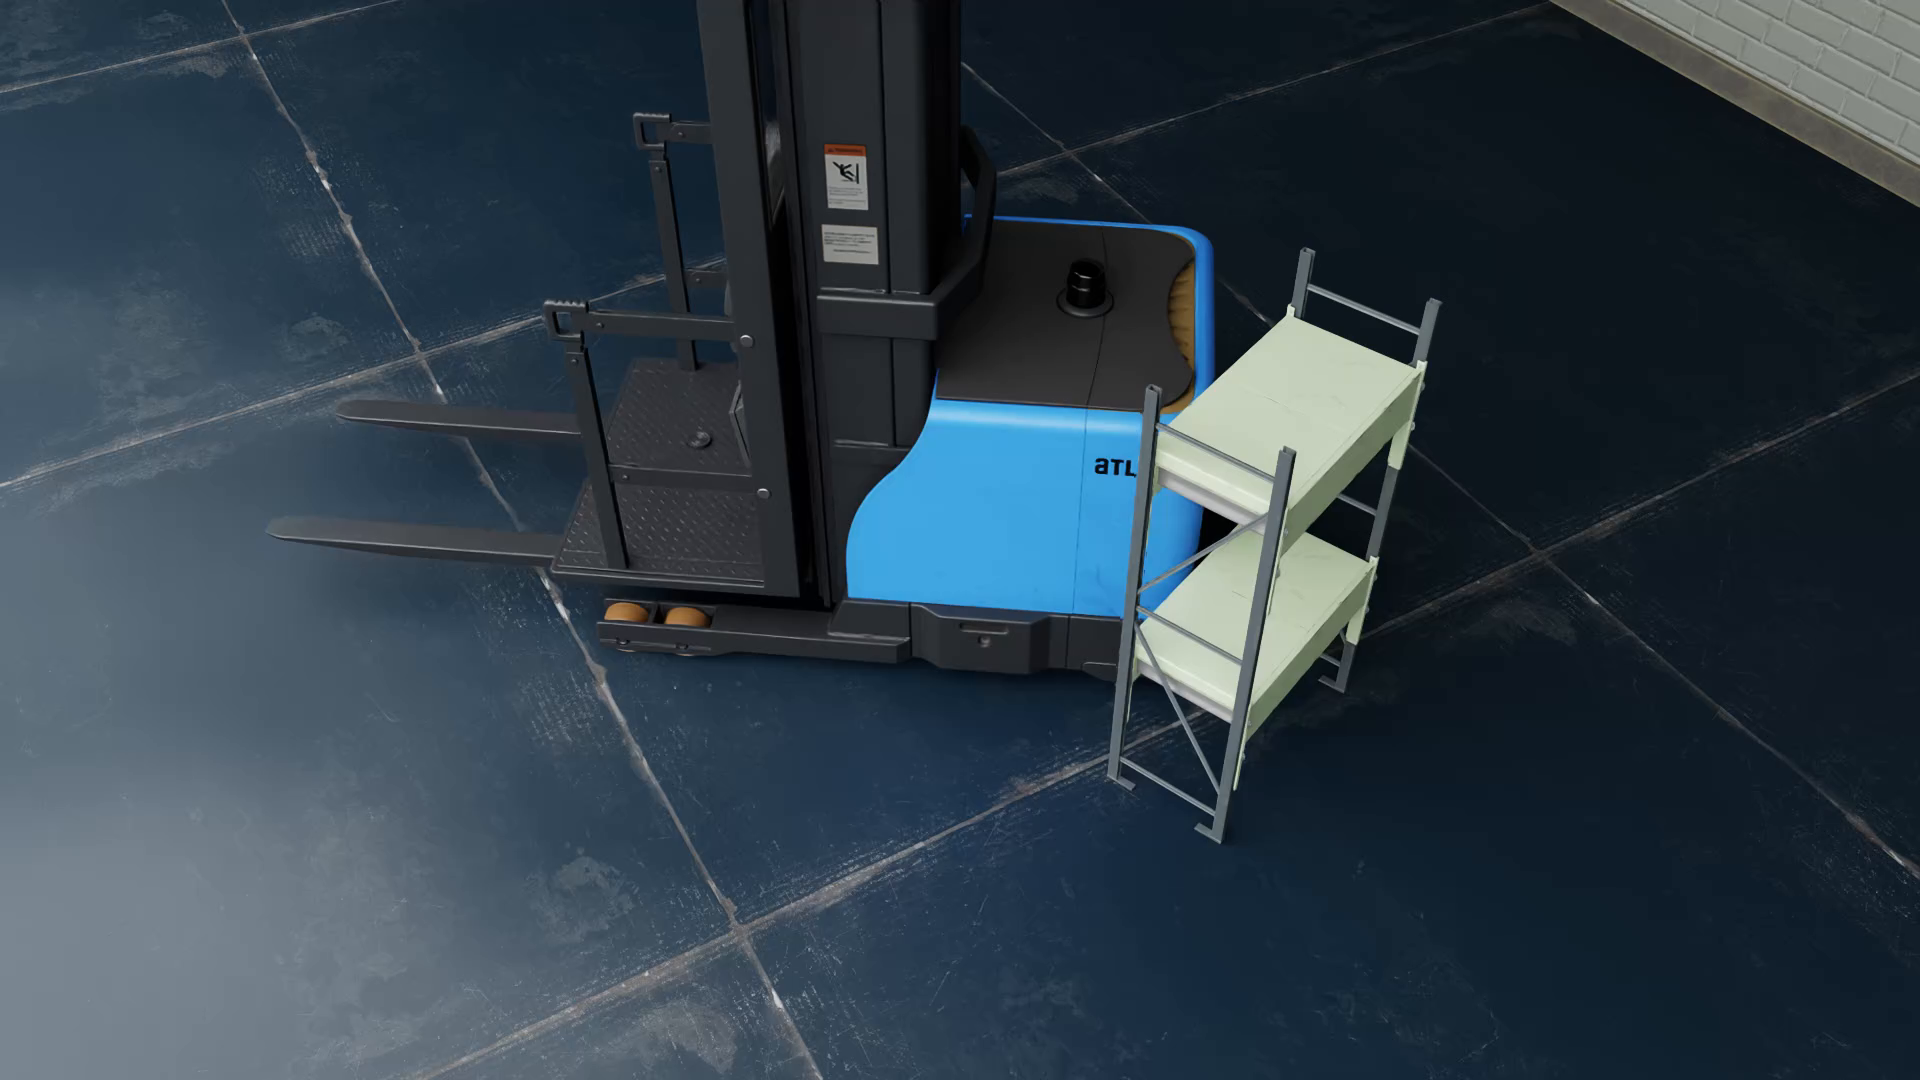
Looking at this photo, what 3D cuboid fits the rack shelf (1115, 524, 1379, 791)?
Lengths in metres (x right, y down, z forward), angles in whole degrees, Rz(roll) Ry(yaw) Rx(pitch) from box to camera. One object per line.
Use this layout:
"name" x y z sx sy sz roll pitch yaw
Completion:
"rack shelf" 0.834 0.289 4.843 0.431 0.370 0.720 29 51 26

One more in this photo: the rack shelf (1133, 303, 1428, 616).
"rack shelf" 0.834 -0.225 4.344 0.431 0.370 0.720 29 51 26

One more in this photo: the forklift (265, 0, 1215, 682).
"forklift" -0.742 -1.039 4.716 3.031 2.935 1.130 4 44 4

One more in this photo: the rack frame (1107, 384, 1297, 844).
"rack frame" 0.608 0.255 4.410 0.400 1.500 0.023 29 51 26

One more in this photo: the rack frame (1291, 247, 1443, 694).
"rack frame" 1.061 -0.145 4.822 0.400 1.500 0.023 29 51 26

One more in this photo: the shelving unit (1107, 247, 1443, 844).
"shelving unit" 0.834 0.055 4.616 0.431 1.500 0.755 29 51 26
